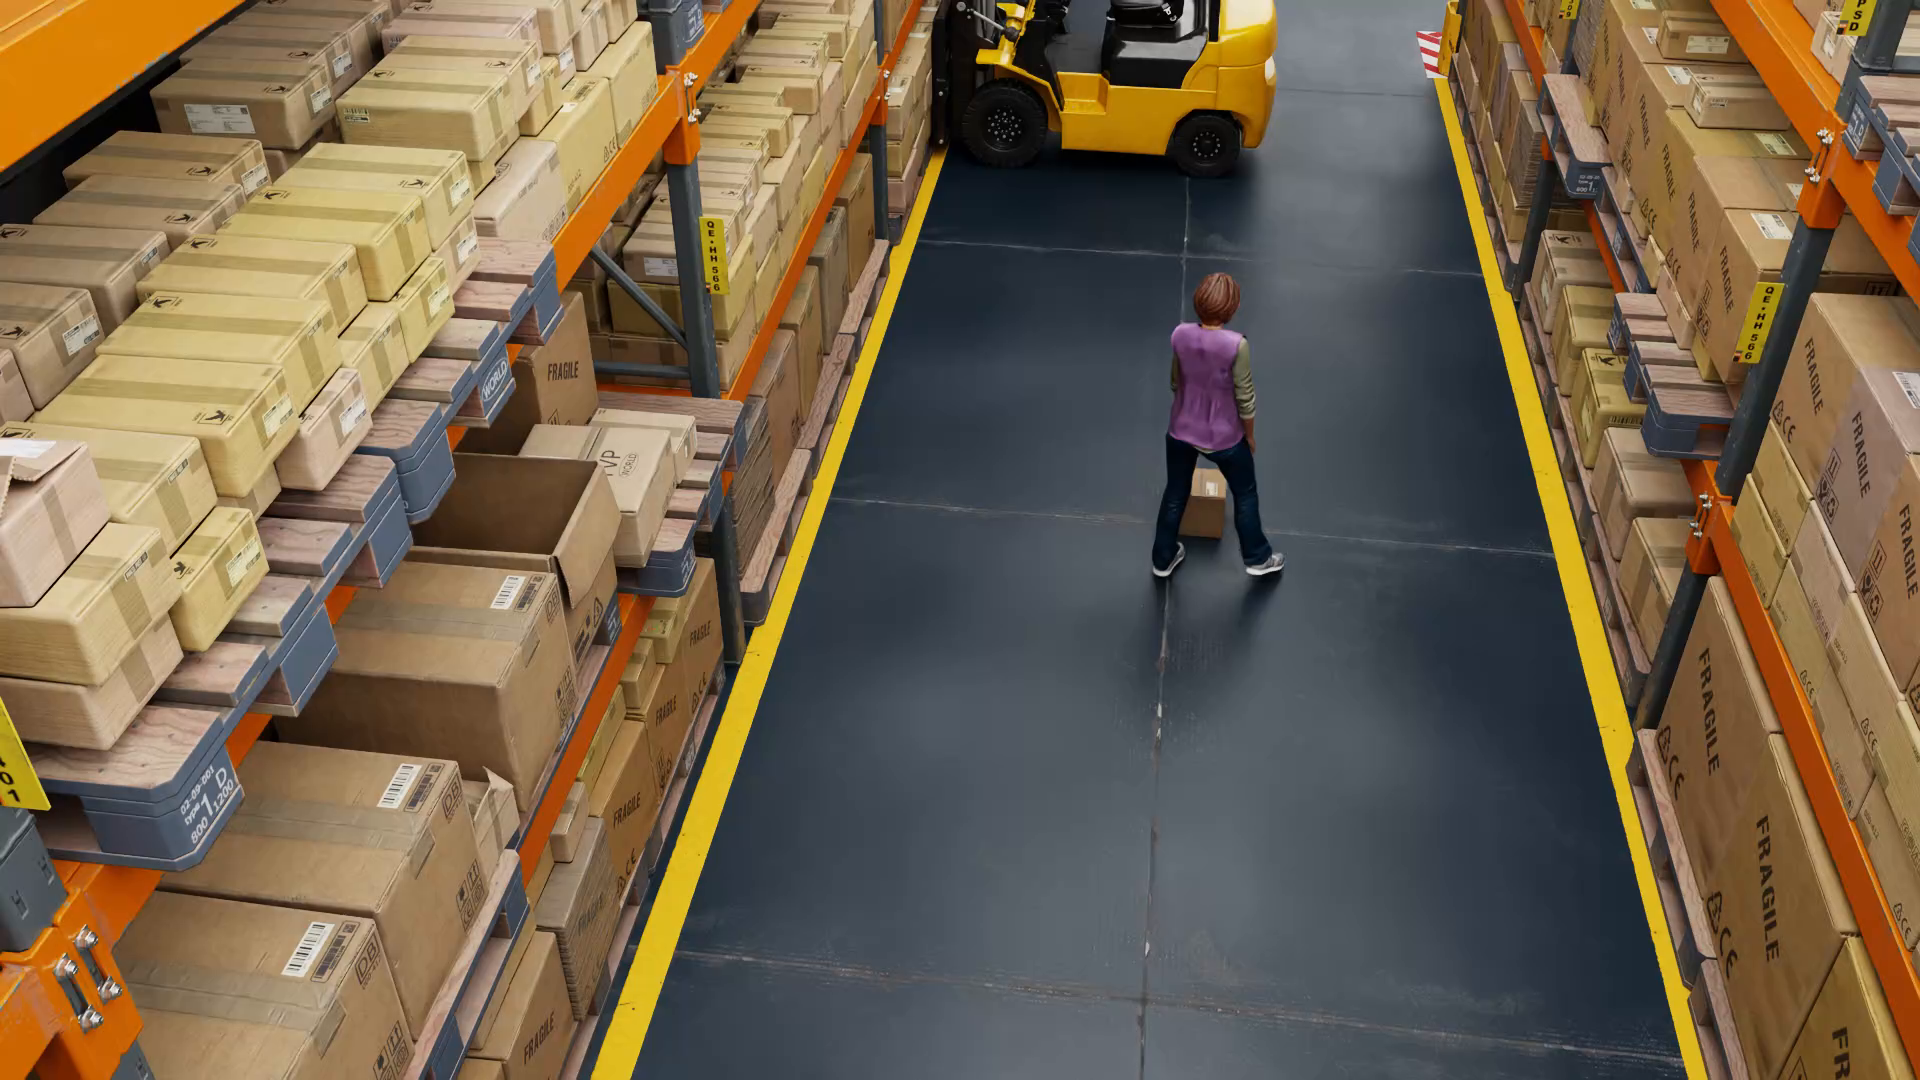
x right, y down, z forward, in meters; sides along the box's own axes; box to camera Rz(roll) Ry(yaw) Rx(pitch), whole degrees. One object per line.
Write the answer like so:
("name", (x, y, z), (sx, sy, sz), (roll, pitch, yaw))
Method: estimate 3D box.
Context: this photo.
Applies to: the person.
("person", (1.242, -0.489, 7.693), (0.598, 1.576, 0.454), (18, 40, 23))
